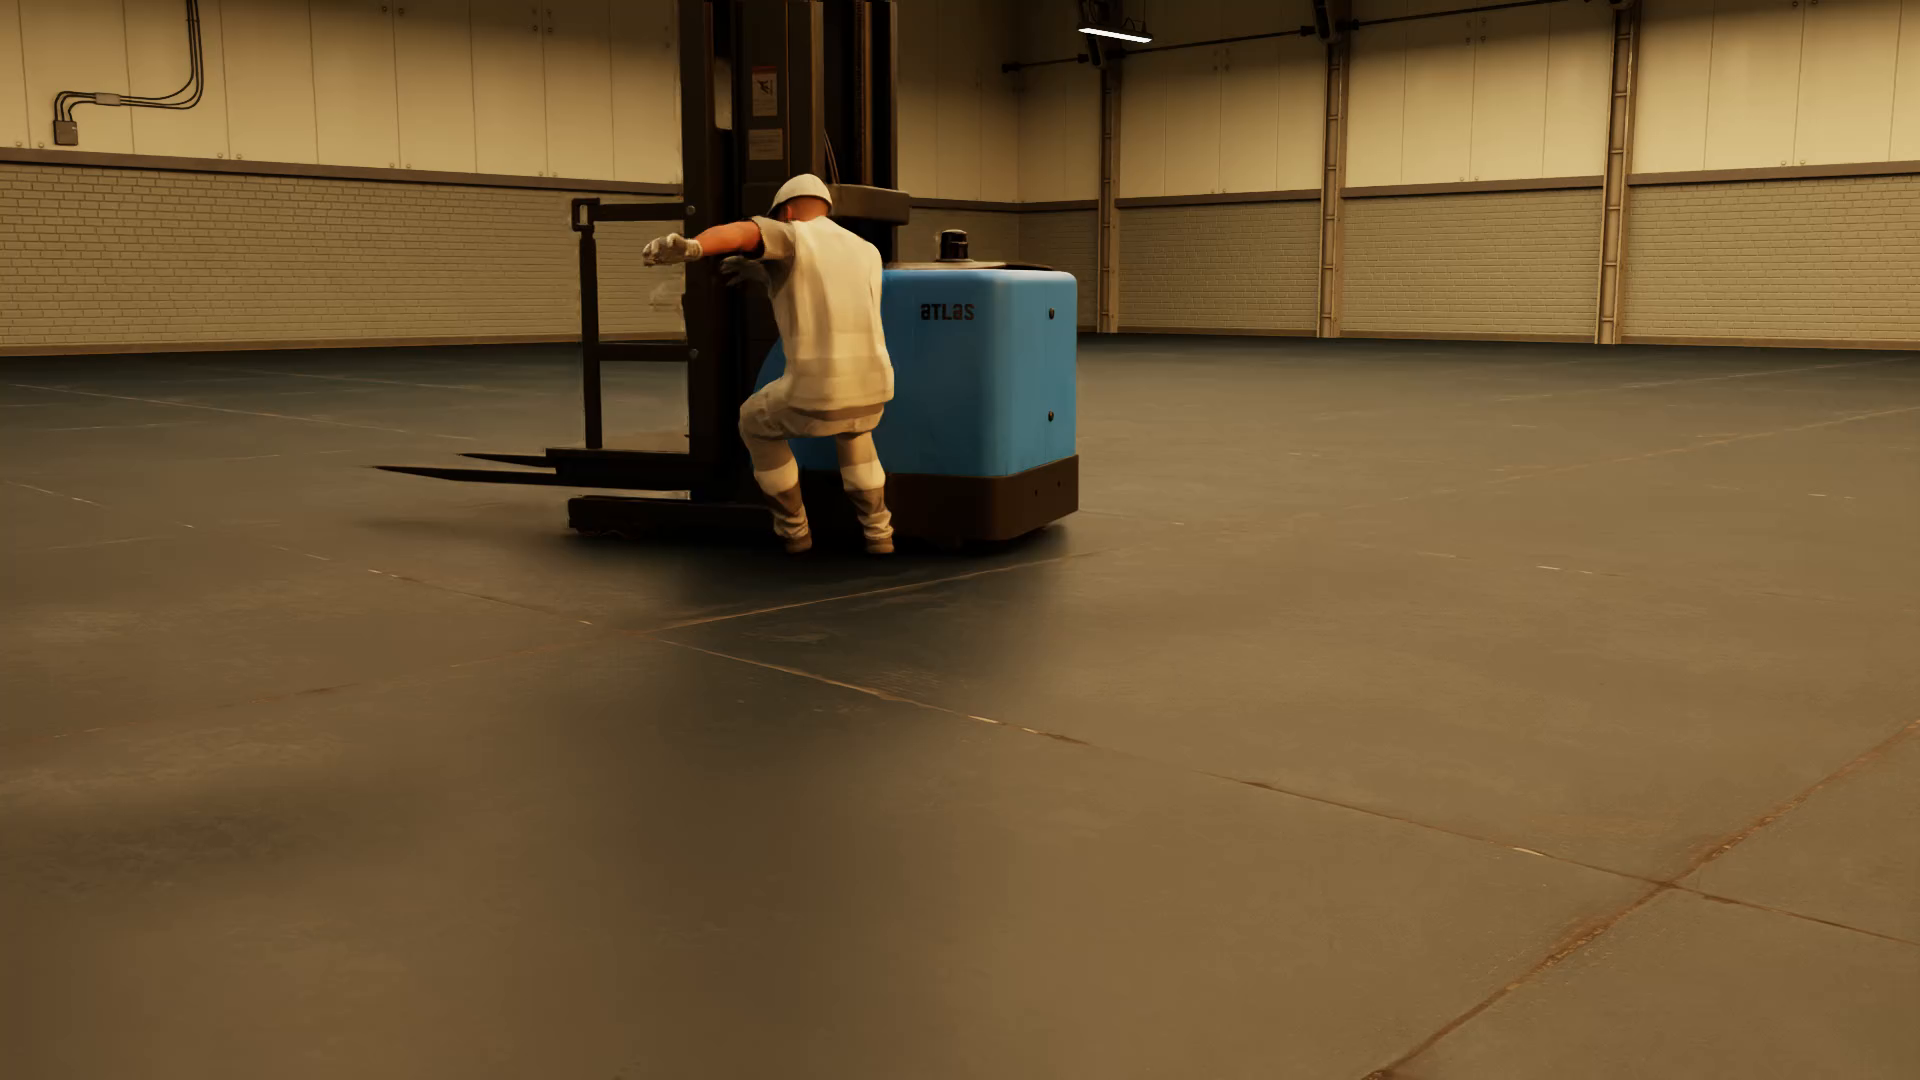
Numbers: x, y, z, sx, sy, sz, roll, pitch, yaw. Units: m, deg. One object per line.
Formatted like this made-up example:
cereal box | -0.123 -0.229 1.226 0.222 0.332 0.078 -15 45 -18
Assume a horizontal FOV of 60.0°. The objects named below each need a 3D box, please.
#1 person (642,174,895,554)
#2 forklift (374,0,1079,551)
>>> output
person | -0.678 -0.566 5.826 1.311 1.431 0.843 -6 11 -37
forklift | -1.069 -1.522 6.978 3.031 2.935 1.130 3 9 20
